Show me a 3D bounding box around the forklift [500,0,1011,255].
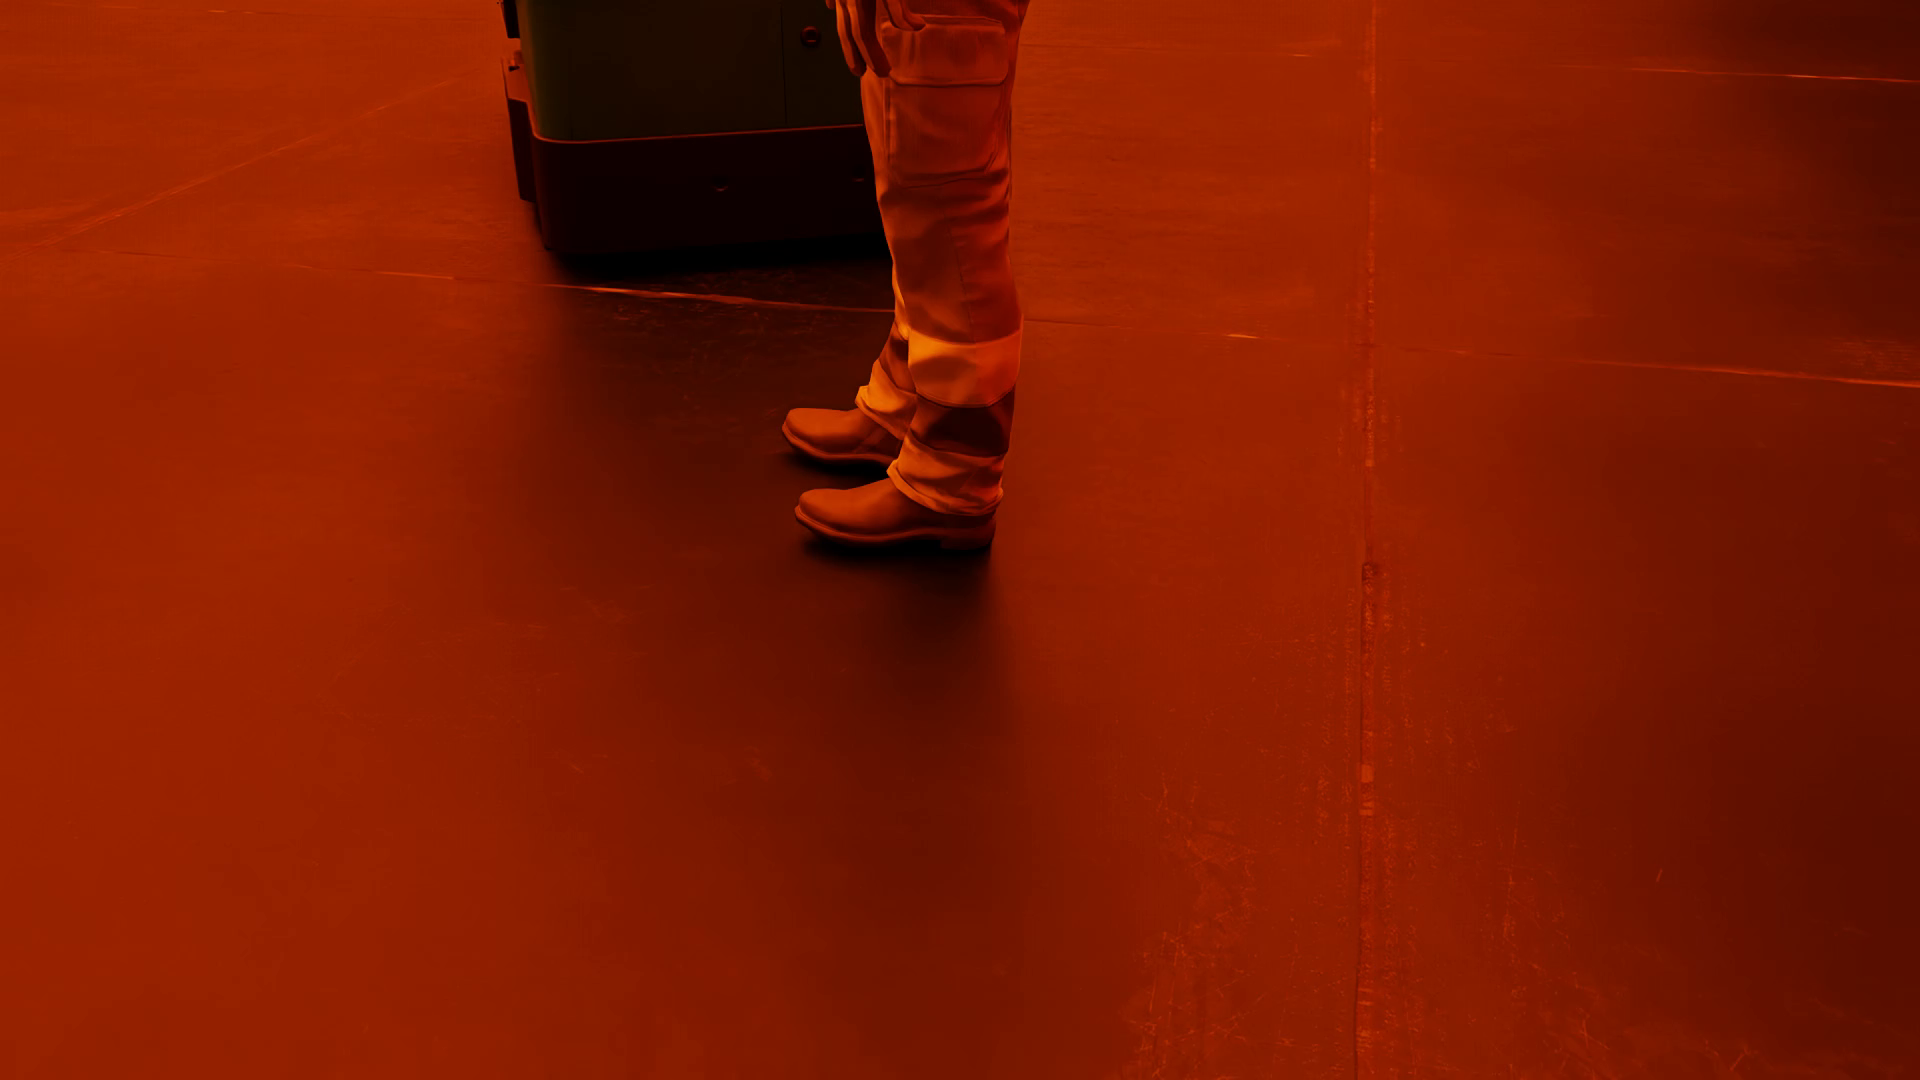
[{"bbox_3d":[-0.770,-2.561,4.323,1.130,2.935,3.031,-7,28,-14],"label":"forklift"}]

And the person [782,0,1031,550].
[{"bbox_3d":[-0.075,-0.819,2.120,0.564,1.787,0.637,6,27,11],"label":"person"}]
